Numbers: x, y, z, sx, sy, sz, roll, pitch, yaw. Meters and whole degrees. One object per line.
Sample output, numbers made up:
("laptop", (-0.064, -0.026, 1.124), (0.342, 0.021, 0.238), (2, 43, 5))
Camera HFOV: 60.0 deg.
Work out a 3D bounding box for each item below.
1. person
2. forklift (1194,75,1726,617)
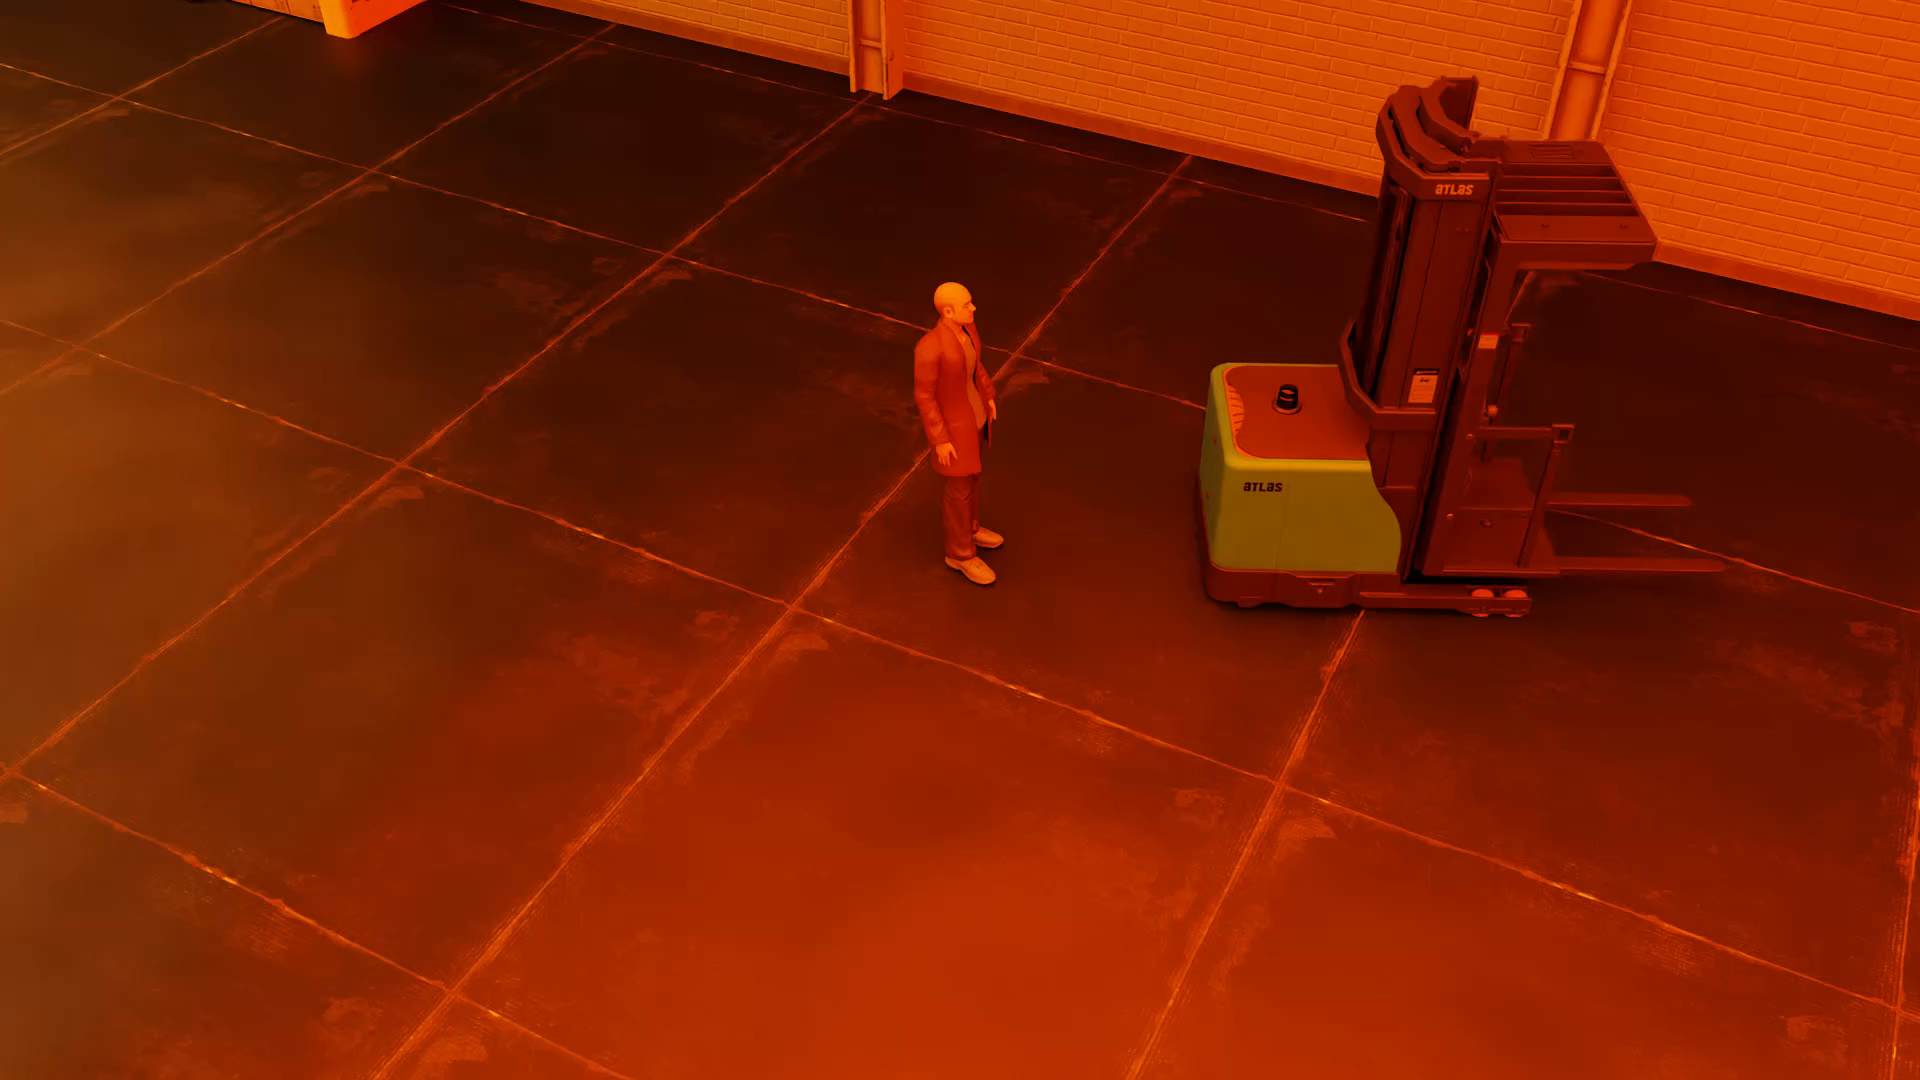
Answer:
("person", (0.080, -0.656, 9.649), (0.579, 1.777, 0.698), (18, 43, 21))
("forklift", (2.971, -1.018, 9.195), (3.031, 2.935, 1.130), (1, 40, 1))
